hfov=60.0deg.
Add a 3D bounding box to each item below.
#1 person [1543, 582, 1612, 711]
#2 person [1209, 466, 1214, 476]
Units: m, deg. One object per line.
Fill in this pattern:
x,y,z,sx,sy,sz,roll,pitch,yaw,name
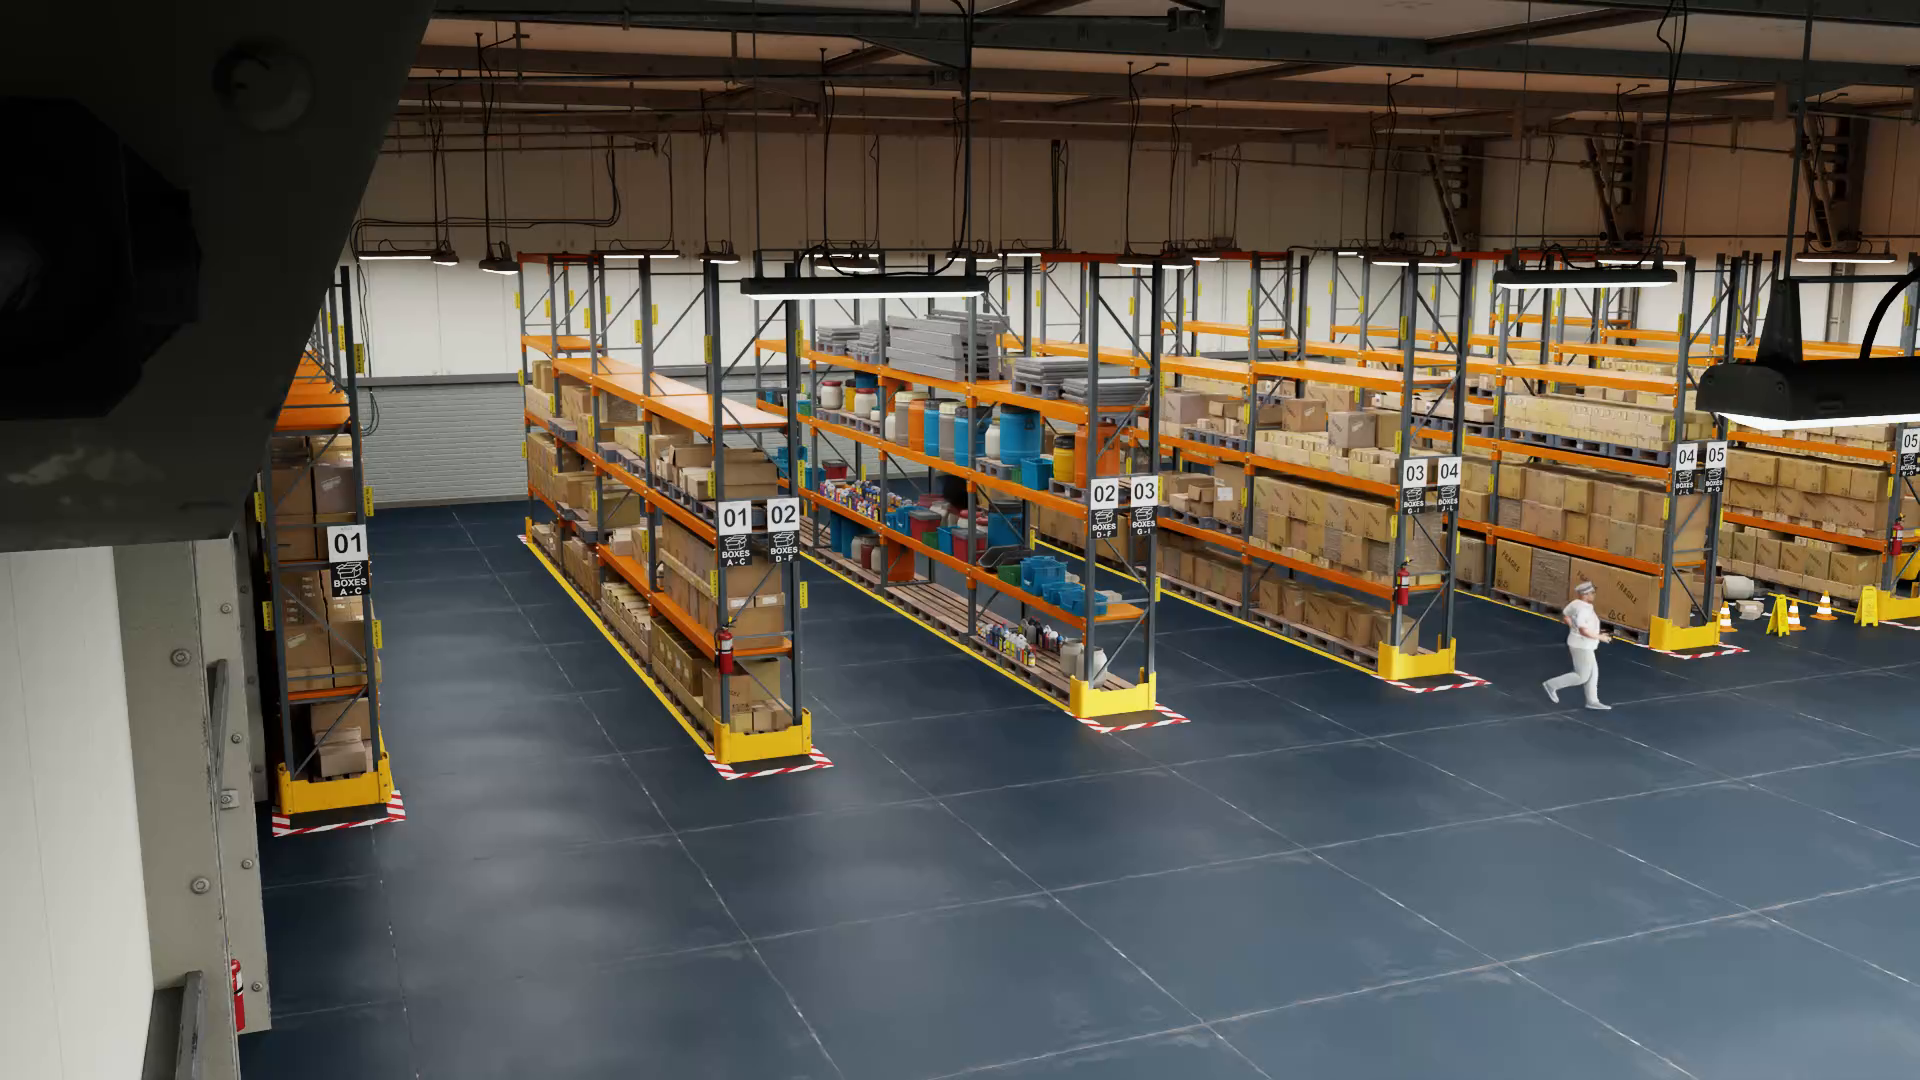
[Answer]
8.340,1.427,22.359,0.909,1.776,0.677,2,11,10,person
6.635,-2.177,42.315,0.851,1.736,0.600,-5,12,-27,person
